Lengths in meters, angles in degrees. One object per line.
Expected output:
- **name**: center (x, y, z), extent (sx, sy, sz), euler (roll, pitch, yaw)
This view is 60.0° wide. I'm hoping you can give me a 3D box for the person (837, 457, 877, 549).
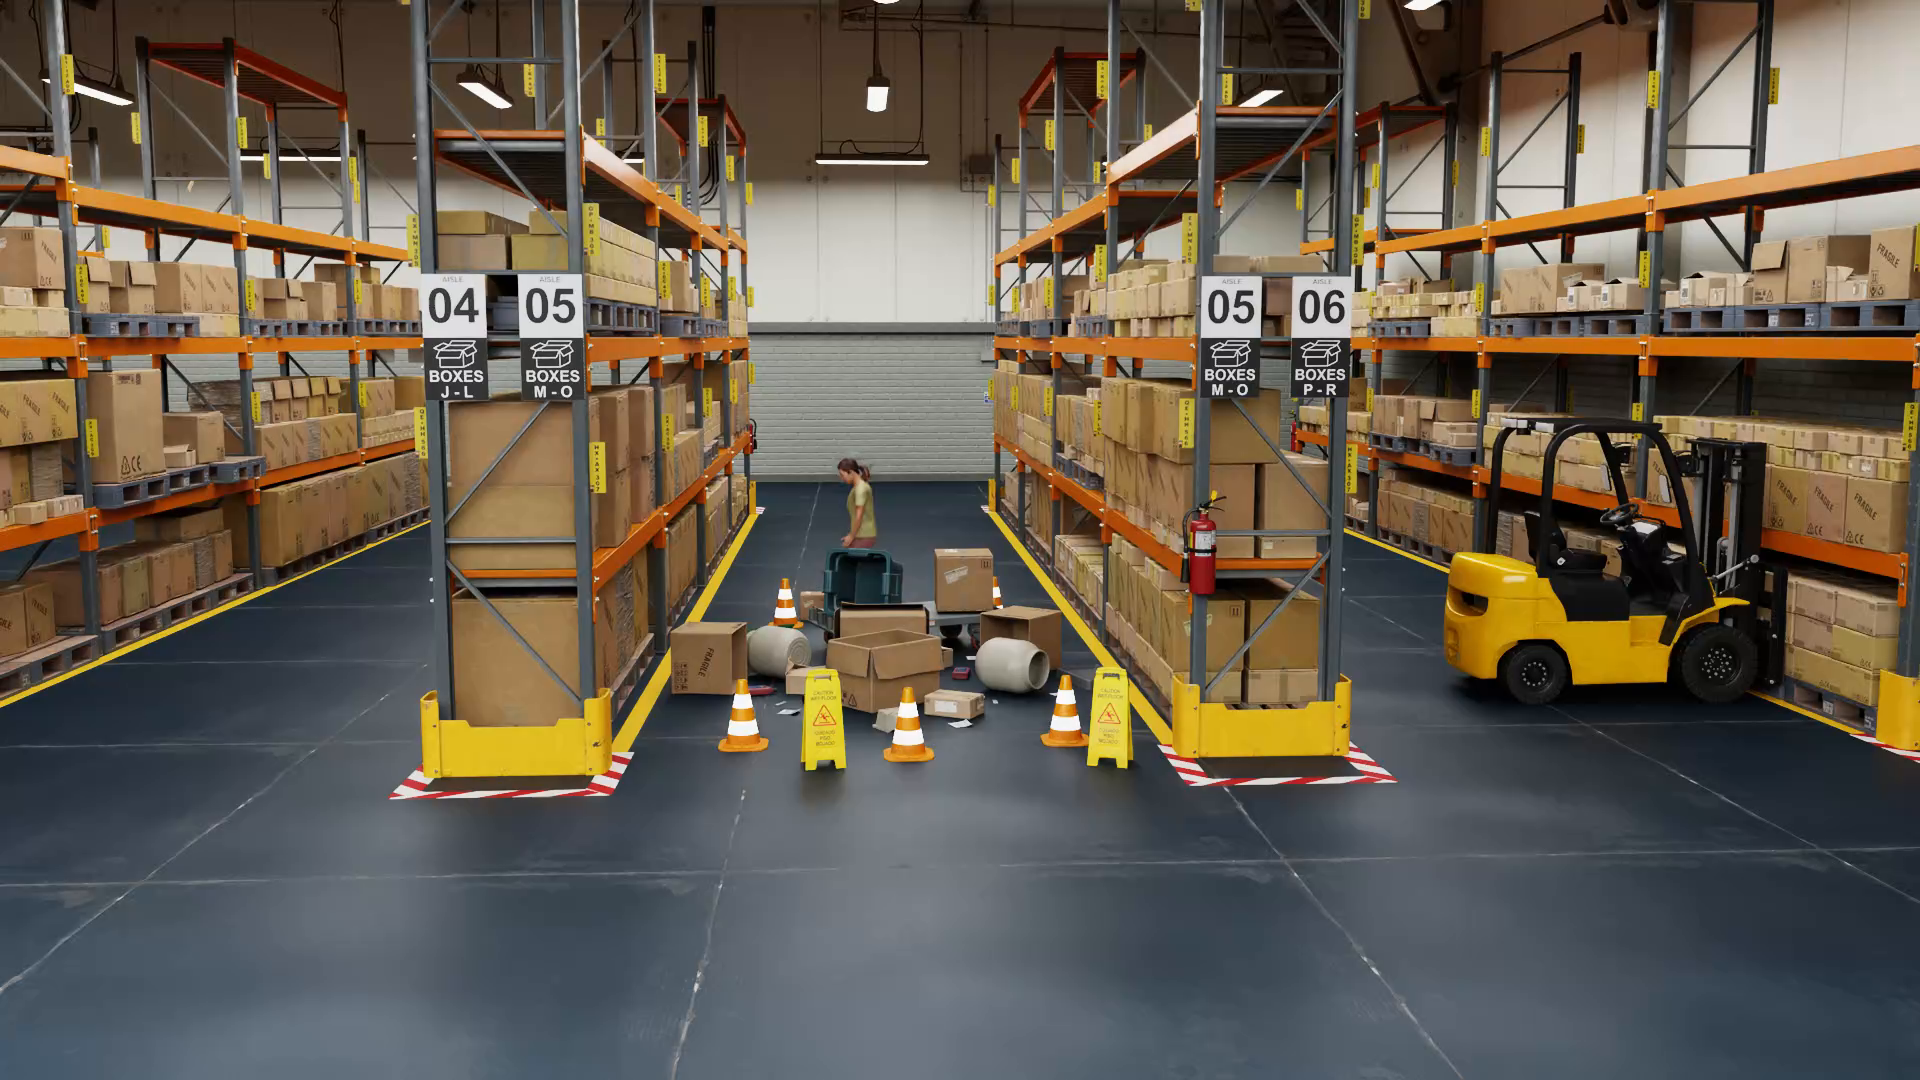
- **person**: center (-1.027, -0.018, 16.642), extent (0.388, 1.627, 0.470), euler (0, 7, -2)
